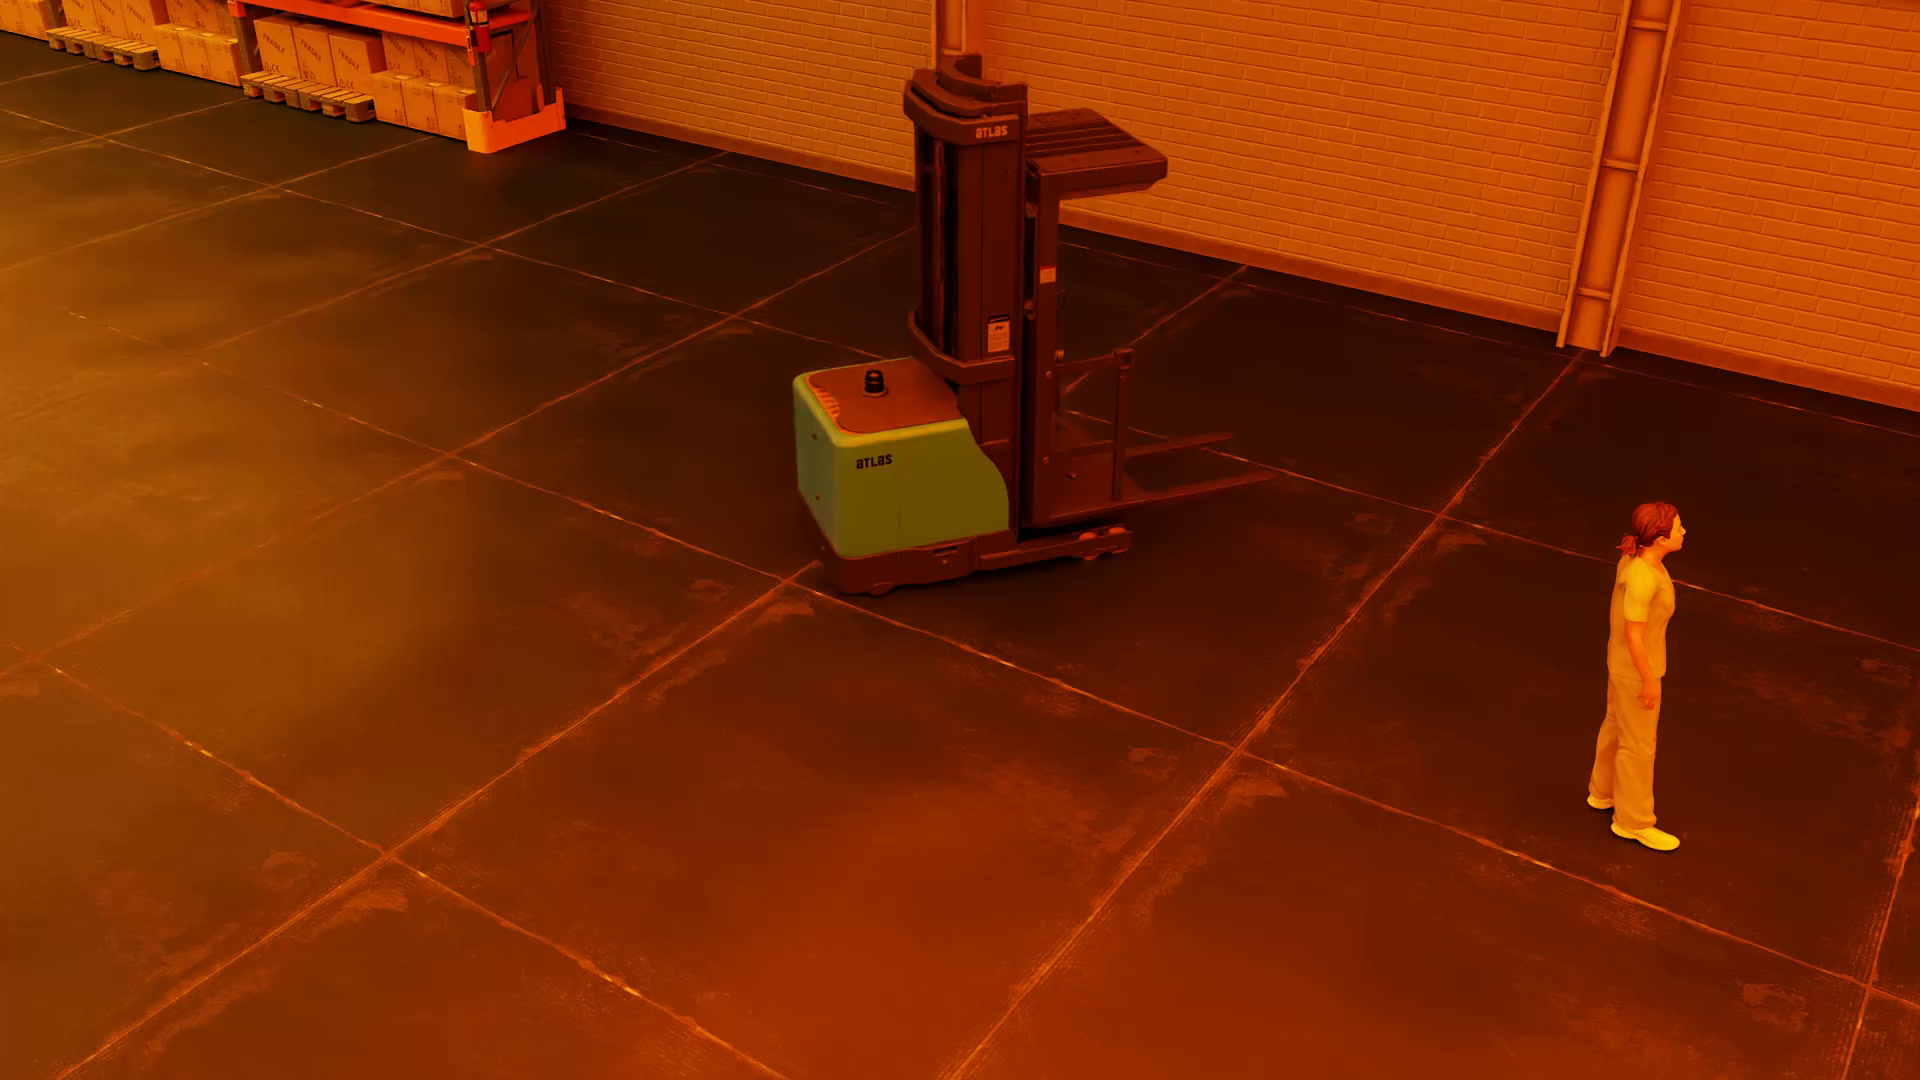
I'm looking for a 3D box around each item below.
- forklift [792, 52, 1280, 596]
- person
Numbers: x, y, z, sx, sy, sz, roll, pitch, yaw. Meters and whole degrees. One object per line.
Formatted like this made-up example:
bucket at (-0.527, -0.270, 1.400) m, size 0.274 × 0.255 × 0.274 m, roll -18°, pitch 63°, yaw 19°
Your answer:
forklift at (0.539, -1.383, 9.963) m, size 3.031 × 2.935 × 1.130 m, roll -11°, pitch 32°, yaw -18°
person at (3.239, 0.600, 7.783) m, size 0.548 × 1.673 × 0.550 m, roll 9°, pitch 31°, yaw 15°
